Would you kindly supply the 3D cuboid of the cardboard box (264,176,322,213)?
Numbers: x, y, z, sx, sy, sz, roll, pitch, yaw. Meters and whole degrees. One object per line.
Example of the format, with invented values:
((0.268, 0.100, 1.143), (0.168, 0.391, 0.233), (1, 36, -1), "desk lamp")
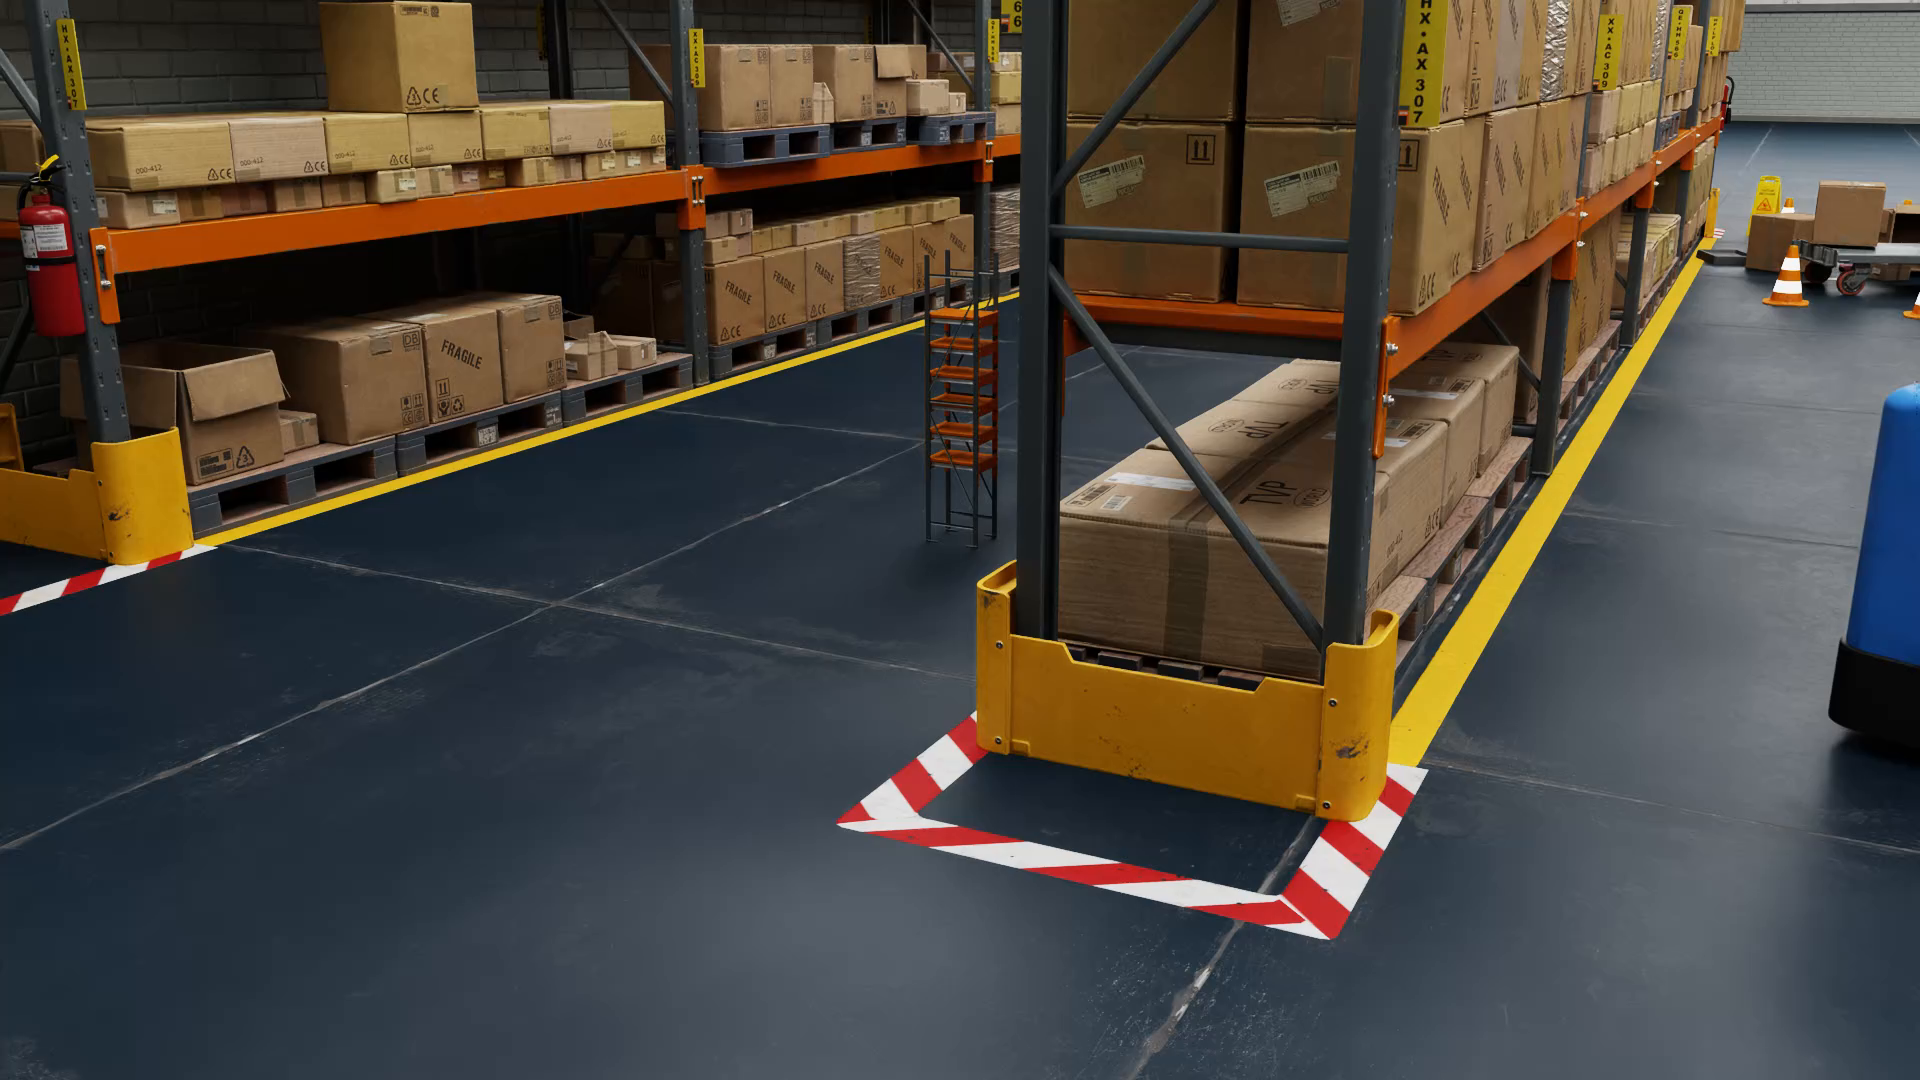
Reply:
((-3.086, -1.554, 7.430), (0.380, 0.149, 0.250), (9, 19, 27), "cardboard box")

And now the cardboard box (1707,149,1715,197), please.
((7.662, -3.878, 17.586), (0.500, 0.500, 0.500), (8, 18, 26), "cardboard box")

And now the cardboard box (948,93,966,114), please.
((-0.180, -3.330, 12.670), (0.380, 0.149, 0.250), (8, 19, 26), "cardboard box")

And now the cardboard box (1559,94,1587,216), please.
((2.447, -1.713, 7.347), (0.500, 0.500, 0.500), (8, 18, 26), "cardboard box")

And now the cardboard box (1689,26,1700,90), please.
((5.778, -3.972, 13.693), (0.500, 0.500, 0.500), (8, 18, 26), "cardboard box")

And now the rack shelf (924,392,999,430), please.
((0.006, -0.536, 6.879), (0.258, 0.103, 0.180), (8, 18, 25), "rack shelf")

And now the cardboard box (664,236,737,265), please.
((-1.619, -1.818, 10.389), (0.380, 0.149, 0.250), (9, 19, 28), "cardboard box")

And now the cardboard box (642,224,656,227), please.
((-1.897, -2.021, 11.075), (0.380, 0.149, 0.250), (8, 18, 26), "cardboard box")

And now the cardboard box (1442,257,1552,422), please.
((2.631, -1.166, 8.678), (0.875, 0.875, 0.875), (9, 19, 27), "cardboard box")

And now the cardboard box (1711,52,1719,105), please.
((7.093, -4.509, 16.238), (0.500, 0.500, 0.500), (8, 18, 26), "cardboard box")

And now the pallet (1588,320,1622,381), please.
((3.793, -1.307, 11.052), (1.003, 0.211, 1.213), (8, 18, 25), "pallet")

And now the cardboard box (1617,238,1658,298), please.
((4.796, -2.108, 12.730), (0.950, 0.372, 0.625), (8, 18, 24), "cardboard box")

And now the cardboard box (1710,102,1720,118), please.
((7.576, -4.419, 17.074), (0.380, 0.149, 0.250), (8, 19, 26), "cardboard box")

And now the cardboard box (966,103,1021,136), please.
((0.187, -3.475, 13.719), (0.500, 0.250, 0.500), (8, 18, 26), "cardboard box")

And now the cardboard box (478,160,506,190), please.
((-2.571, -1.890, 8.562), (0.380, 0.149, 0.250), (8, 18, 26), "cardboard box")

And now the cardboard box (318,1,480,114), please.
((-2.691, -2.321, 7.994), (0.500, 0.500, 0.500), (9, 19, 27), "cardboard box")

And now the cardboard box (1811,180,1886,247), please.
((7.606, -2.799, 14.241), (0.500, 0.500, 0.500), (8, 18, 25), "cardboard box")

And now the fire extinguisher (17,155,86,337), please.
((-3.457, -1.115, 6.301), (0.296, 0.674, 0.183), (8, 18, 25), "fire extinguisher")

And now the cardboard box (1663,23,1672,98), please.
((4.621, -3.311, 11.470), (0.500, 0.500, 0.500), (8, 18, 24), "cardboard box")

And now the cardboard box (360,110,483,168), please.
((-2.703, -1.970, 8.130), (0.500, 0.250, 0.500), (8, 18, 24), "cardboard box")

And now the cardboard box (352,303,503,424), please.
((-2.704, -0.909, 8.469), (0.500, 0.500, 0.500), (8, 19, 26), "cardboard box")

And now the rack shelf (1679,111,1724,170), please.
((6.894, -4.018, 16.547), (1.077, 0.370, 4.000), (8, 18, 25), "rack shelf")

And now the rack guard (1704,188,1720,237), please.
((7.753, -3.655, 18.451), (1.175, 0.500, 0.348), (8, 18, 25), "rack guard")

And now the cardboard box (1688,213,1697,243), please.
((6.733, -2.990, 15.914), (0.500, 0.250, 0.500), (9, 19, 28), "cardboard box")

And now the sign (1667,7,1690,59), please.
((4.710, -3.320, 10.899), (0.100, 0.325, 0.005), (8, 18, 25), "sign")

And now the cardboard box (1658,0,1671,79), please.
((4.215, -3.197, 10.587), (0.500, 0.500, 0.500), (8, 18, 24), "cardboard box")

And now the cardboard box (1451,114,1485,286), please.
((1.310, -1.063, 5.159), (0.500, 0.500, 0.500), (8, 18, 25), "cardboard box")

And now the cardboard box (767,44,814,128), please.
((-1.369, -2.922, 10.681), (0.700, 0.500, 0.500), (8, 18, 26), "cardboard box")

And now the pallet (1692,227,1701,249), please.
((7.359, -3.314, 17.810), (1.003, 0.211, 1.213), (8, 18, 25), "pallet")

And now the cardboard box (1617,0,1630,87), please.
((3.081, -2.551, 8.415), (0.500, 0.500, 0.500), (8, 18, 25), "cardboard box")

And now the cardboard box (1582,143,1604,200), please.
((2.858, -1.822, 8.154), (0.500, 0.250, 0.500), (8, 18, 24), "cardboard box")

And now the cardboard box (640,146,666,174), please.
((-1.934, -2.212, 9.646), (0.380, 0.149, 0.250), (8, 18, 26), "cardboard box")

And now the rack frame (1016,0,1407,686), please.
((0.638, -0.797, 4.439), (1.000, 3.000, 0.127), (8, 18, 25), "rack frame")

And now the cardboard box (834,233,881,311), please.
((-0.906, -1.939, 11.936), (0.500, 0.500, 0.500), (7, 18, 23), "cardboard box")

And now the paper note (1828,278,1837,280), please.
((7.763, -2.348, 14.876), (0.148, 0.019, 0.142), (8, 18, 25), "paper note")

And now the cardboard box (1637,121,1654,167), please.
((4.005, -2.469, 10.331), (0.500, 0.250, 0.500), (8, 19, 26), "cardboard box")

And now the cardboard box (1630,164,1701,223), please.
((6.505, -3.212, 15.345), (0.500, 0.500, 0.500), (9, 19, 28), "cardboard box")

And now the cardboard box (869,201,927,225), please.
((-0.475, -2.486, 12.640), (0.380, 0.149, 0.250), (7, 18, 24), "cardboard box")

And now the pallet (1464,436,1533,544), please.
((2.015, -0.295, 7.647), (1.003, 0.211, 1.213), (8, 18, 25), "pallet")

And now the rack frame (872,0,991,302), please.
((-0.230, -3.465, 13.422), (1.000, 3.000, 0.127), (8, 18, 25), "rack frame")

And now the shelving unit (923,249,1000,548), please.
((0.006, -0.579, 6.866), (0.258, 1.200, 0.189), (8, 18, 25), "shelving unit")

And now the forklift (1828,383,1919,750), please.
((4.067, -0.954, 5.090), (3.031, 2.935, 1.130), (-13, 21, -37), "forklift")

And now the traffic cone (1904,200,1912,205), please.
((9.894, -3.328, 17.416), (0.336, 0.463, 0.334), (8, 18, 25), "traffic cone")

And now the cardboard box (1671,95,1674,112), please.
((5.290, -3.380, 12.840), (0.380, 0.149, 0.250), (9, 19, 27), "cardboard box")

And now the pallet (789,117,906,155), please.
((-1.095, -2.877, 11.780), (1.003, 0.211, 1.213), (8, 18, 25), "pallet")

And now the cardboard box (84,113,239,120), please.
((-3.605, -1.780, 7.490), (0.500, 0.250, 0.500), (8, 18, 26), "cardboard box")

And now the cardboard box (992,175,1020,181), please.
((0.647, -3.024, 15.371), (0.875, 0.625, 0.625), (7, 18, 23), "cardboard box")

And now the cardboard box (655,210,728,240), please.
((-1.673, -1.968, 10.373), (0.380, 0.149, 0.250), (8, 18, 24), "cardboard box")

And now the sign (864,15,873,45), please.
((-0.728, -4.090, 13.492), (0.100, 0.325, 0.005), (8, 18, 25), "sign")

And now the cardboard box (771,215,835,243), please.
((-1.091, -2.158, 11.536), (0.380, 0.149, 0.250), (9, 19, 27), "cardboard box")

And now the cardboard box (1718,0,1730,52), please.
((6.638, -4.735, 15.244), (0.700, 0.500, 0.500), (8, 18, 26), "cardboard box")

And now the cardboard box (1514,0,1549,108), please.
((1.777, -1.802, 5.891), (0.500, 0.500, 0.500), (8, 18, 26), "cardboard box")

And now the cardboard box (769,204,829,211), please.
((-1.202, -2.418, 12.410), (0.380, 0.149, 0.250), (8, 18, 24), "cardboard box")

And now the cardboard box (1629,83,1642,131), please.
((3.555, -2.450, 9.391), (0.500, 0.250, 0.500), (7, 18, 24), "cardboard box")

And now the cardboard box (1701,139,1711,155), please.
((7.324, -3.956, 16.711), (0.380, 0.149, 0.250), (9, 19, 28), "cardboard box")
